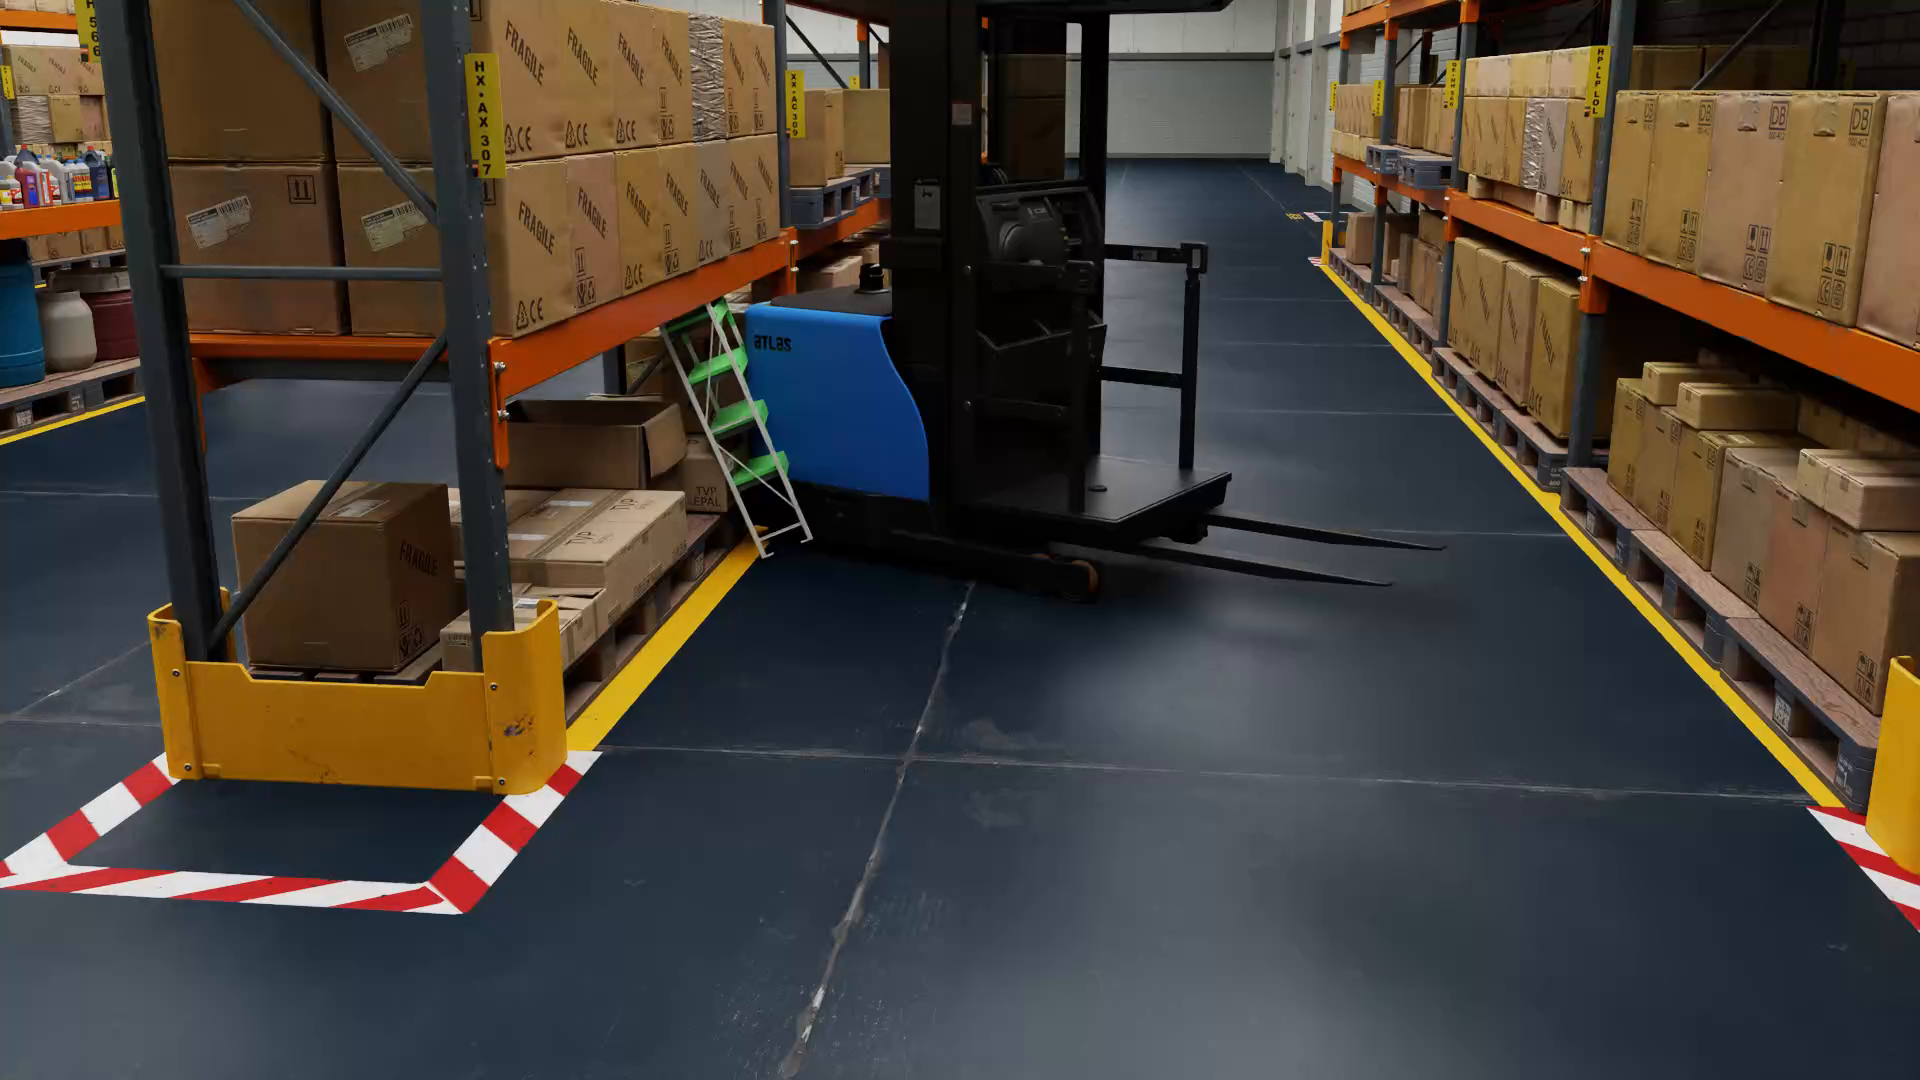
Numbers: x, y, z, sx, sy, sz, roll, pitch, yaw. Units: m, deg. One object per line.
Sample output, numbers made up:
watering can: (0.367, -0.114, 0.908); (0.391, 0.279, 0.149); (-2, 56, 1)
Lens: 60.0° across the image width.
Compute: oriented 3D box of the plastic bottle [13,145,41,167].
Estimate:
plastic bottle: (-6.220, -2.463, 11.118); (0.144, 0.351, 0.185); (2, 15, 6)

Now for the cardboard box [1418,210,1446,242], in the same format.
cardboard box: (4.345, -2.767, 14.659); (0.500, 0.250, 0.500); (1, 15, 5)

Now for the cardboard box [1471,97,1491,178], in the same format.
cardboard box: (3.629, -2.616, 10.789); (0.500, 0.500, 0.500); (2, 15, 8)

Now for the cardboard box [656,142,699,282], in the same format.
cardboard box: (-1.336, -1.287, 6.485); (0.500, 0.500, 0.500); (2, 15, 7)

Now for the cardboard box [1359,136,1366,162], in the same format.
cardboard box: (4.274, -3.903, 16.600); (0.500, 0.250, 0.500); (2, 15, 7)

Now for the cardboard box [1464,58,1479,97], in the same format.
cardboard box: (3.696, -3.114, 11.195); (0.500, 0.250, 0.500); (2, 15, 8)

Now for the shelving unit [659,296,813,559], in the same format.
shelving unit: (-0.990, -0.562, 7.377); (0.258, 1.200, 0.503); (-22, 15, 3)

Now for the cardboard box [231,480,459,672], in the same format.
cardboard box: (-2.002, 0.108, 5.462); (0.500, 0.500, 0.500); (2, 15, 6)

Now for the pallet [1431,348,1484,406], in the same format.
pallet: (3.842, -1.120, 11.398); (1.003, 0.211, 1.213); (2, 15, 6)

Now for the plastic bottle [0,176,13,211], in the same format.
plastic bottle: (-5.766, -2.085, 10.006); (0.097, 0.201, 0.097); (0, 15, 0)

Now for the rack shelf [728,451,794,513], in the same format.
rack shelf: (-0.878, -0.291, 7.458); (0.258, 0.148, 0.480); (-22, 15, 3)

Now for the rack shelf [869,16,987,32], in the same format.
rack shelf: (-0.239, -5.470, 17.776); (1.077, 0.370, 4.000); (2, 15, 6)

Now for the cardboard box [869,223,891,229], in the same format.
cardboard box: (-0.759, -2.897, 16.017); (0.500, 0.311, 0.500); (2, 15, 6)

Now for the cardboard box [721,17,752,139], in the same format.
cardboard box: (-1.223, -2.035, 7.333); (0.500, 0.500, 0.500); (1, 15, 5)

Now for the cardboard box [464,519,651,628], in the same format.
cardboard box: (-1.419, 0.115, 5.917); (0.500, 0.250, 0.500); (2, 15, 6)

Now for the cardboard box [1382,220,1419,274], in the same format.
cardboard box: (4.535, -2.982, 16.888); (0.500, 0.500, 0.500); (1, 15, 2)

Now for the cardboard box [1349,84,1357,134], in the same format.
cardboard box: (4.380, -4.531, 17.485); (0.500, 0.500, 0.500); (2, 15, 8)

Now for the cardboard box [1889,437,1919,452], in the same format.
cardboard box: (3.353, -0.245, 5.562); (0.380, 0.149, 0.250); (2, 15, 7)

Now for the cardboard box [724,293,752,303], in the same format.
cardboard box: (-1.420, -1.308, 10.697); (0.500, 0.500, 0.500); (1, 15, 4)

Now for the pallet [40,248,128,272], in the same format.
pallet: (-10.132, -3.290, 19.423); (1.003, 0.211, 1.213); (2, 15, 6)

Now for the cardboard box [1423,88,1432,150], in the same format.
cardboard box: (4.253, -3.519, 13.894); (0.700, 0.500, 0.500); (4, 16, 14)

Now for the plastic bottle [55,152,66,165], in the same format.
plastic bottle: (-6.346, -2.588, 11.708); (0.061, 0.283, 0.133); (2, 15, 6)

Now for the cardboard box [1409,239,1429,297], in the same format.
cardboard box: (4.383, -2.384, 14.679); (0.700, 0.500, 0.500); (1, 15, 5)

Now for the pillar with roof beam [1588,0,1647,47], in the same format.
pillar with roof beam: (0.735, -6.003, 12.621); (9.100, 9.000, 0.400); (2, 15, 6)

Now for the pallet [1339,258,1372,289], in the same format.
pallet: (4.633, -2.852, 17.805); (1.003, 0.211, 1.213); (2, 15, 6)

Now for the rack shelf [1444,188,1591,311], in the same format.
rack shelf: (3.781, -1.802, 9.958); (1.077, 0.370, 4.000); (2, 15, 6)

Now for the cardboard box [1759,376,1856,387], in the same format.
cardboard box: (3.496, -0.576, 6.785); (0.380, 0.149, 0.250); (1, 15, 4)

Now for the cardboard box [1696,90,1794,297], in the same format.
cardboard box: (3.317, -1.257, 5.990); (0.980, 0.700, 0.700); (1, 15, 4)

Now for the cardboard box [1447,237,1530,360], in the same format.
cardboard box: (3.793, -1.646, 11.317); (0.750, 0.750, 0.750); (1, 15, 6)

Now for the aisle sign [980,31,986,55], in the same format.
aisle sign: (0.286, -6.151, 19.683); (0.394, 0.787, 0.004); (2, 15, 6)

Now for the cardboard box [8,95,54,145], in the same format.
cardboard box: (-10.195, -4.450, 17.611); (0.875, 0.500, 0.500); (2, 15, 6)

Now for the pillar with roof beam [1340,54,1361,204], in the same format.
pillar with roof beam: (2.766, -10.671, 29.886); (9.100, 9.000, 0.400); (2, 15, 6)

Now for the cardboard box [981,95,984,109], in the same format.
cardboard box: (0.076, -5.010, 19.010); (0.380, 0.149, 0.250); (1, 15, 5)

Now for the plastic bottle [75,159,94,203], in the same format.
plastic bottle: (-5.676, -2.324, 10.756); (0.097, 0.271, 0.097); (0, 15, 0)

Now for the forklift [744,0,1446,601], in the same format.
forklift: (0.522, -1.324, 6.943); (3.031, 2.935, 1.130); (10, 18, 32)

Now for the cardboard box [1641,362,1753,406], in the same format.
cardboard box: (3.149, -0.665, 7.118); (0.380, 0.149, 0.250); (2, 15, 8)

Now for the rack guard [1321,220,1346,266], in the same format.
rack guard: (4.900, -3.517, 19.709); (1.175, 0.500, 0.348); (2, 15, 6)

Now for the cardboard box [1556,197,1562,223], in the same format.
cardboard box: (3.391, -1.747, 8.819); (0.380, 0.149, 0.250); (2, 15, 8)

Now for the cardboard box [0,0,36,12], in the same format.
cardboard box: (-10.002, -5.628, 17.270); (0.500, 0.250, 0.500); (1, 15, 4)

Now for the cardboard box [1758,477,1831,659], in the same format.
cardboard box: (3.139, 0.097, 5.543); (0.700, 0.500, 0.500); (2, 15, 6)

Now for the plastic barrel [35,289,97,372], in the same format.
plastic barrel: (-5.978, -1.392, 11.026); (0.421, 0.512, 0.421); (0, 15, 0)

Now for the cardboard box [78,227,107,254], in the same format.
cardboard box: (-10.174, -3.554, 19.043); (0.500, 0.500, 0.500); (0, 15, 1)

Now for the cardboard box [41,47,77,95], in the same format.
cardboard box: (-9.949, -5.057, 17.939); (0.500, 0.500, 0.500); (2, 15, 6)

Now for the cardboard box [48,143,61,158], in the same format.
cardboard box: (-9.943, -4.199, 17.925); (0.380, 0.149, 0.250); (2, 15, 6)

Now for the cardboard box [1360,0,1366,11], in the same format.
cardboard box: (4.433, -5.757, 17.229); (0.500, 0.500, 0.500); (3, 15, 10)

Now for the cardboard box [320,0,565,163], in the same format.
cardboard box: (-1.507, -1.376, 4.898); (0.500, 0.500, 0.500); (2, 15, 8)

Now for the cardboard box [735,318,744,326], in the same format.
cardboard box: (-1.022, -1.038, 9.701); (0.500, 0.500, 0.500); (2, 15, 7)

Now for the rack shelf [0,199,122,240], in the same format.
rack shelf: (-6.063, -2.094, 11.037); (1.077, 0.370, 4.000); (2, 15, 6)

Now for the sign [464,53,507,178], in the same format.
sign: (-1.280, -1.140, 4.473); (0.100, 0.325, 0.005); (2, 15, 6)

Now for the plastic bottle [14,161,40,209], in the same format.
plastic bottle: (-5.723, -2.179, 10.197); (0.061, 0.283, 0.133); (2, 15, 6)

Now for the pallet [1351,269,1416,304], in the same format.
pallet: (4.498, -2.535, 16.631); (1.003, 0.211, 1.213); (2, 15, 6)

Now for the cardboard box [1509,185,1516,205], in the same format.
cardboard box: (3.621, -2.143, 10.285); (0.380, 0.149, 0.250); (2, 15, 7)

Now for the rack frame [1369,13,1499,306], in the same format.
rack frame: (4.458, -3.705, 15.619); (1.000, 3.000, 0.127); (2, 15, 6)

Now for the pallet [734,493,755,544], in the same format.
pallet: (-1.446, -0.251, 8.187); (1.003, 0.211, 1.213); (2, 15, 6)

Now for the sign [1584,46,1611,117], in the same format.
sign: (3.015, -2.165, 7.855); (0.100, 0.325, 0.005); (2, 15, 6)

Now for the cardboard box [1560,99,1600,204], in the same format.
cardboard box: (3.356, -1.959, 8.362); (0.500, 0.500, 0.500); (1, 15, 5)

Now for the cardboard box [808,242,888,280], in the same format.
cardboard box: (-0.791, -1.916, 11.512); (0.500, 0.250, 0.500); (2, 15, 8)

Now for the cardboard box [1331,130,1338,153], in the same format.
cardboard box: (4.538, -4.563, 19.039); (0.500, 0.250, 0.500); (1, 15, 5)
